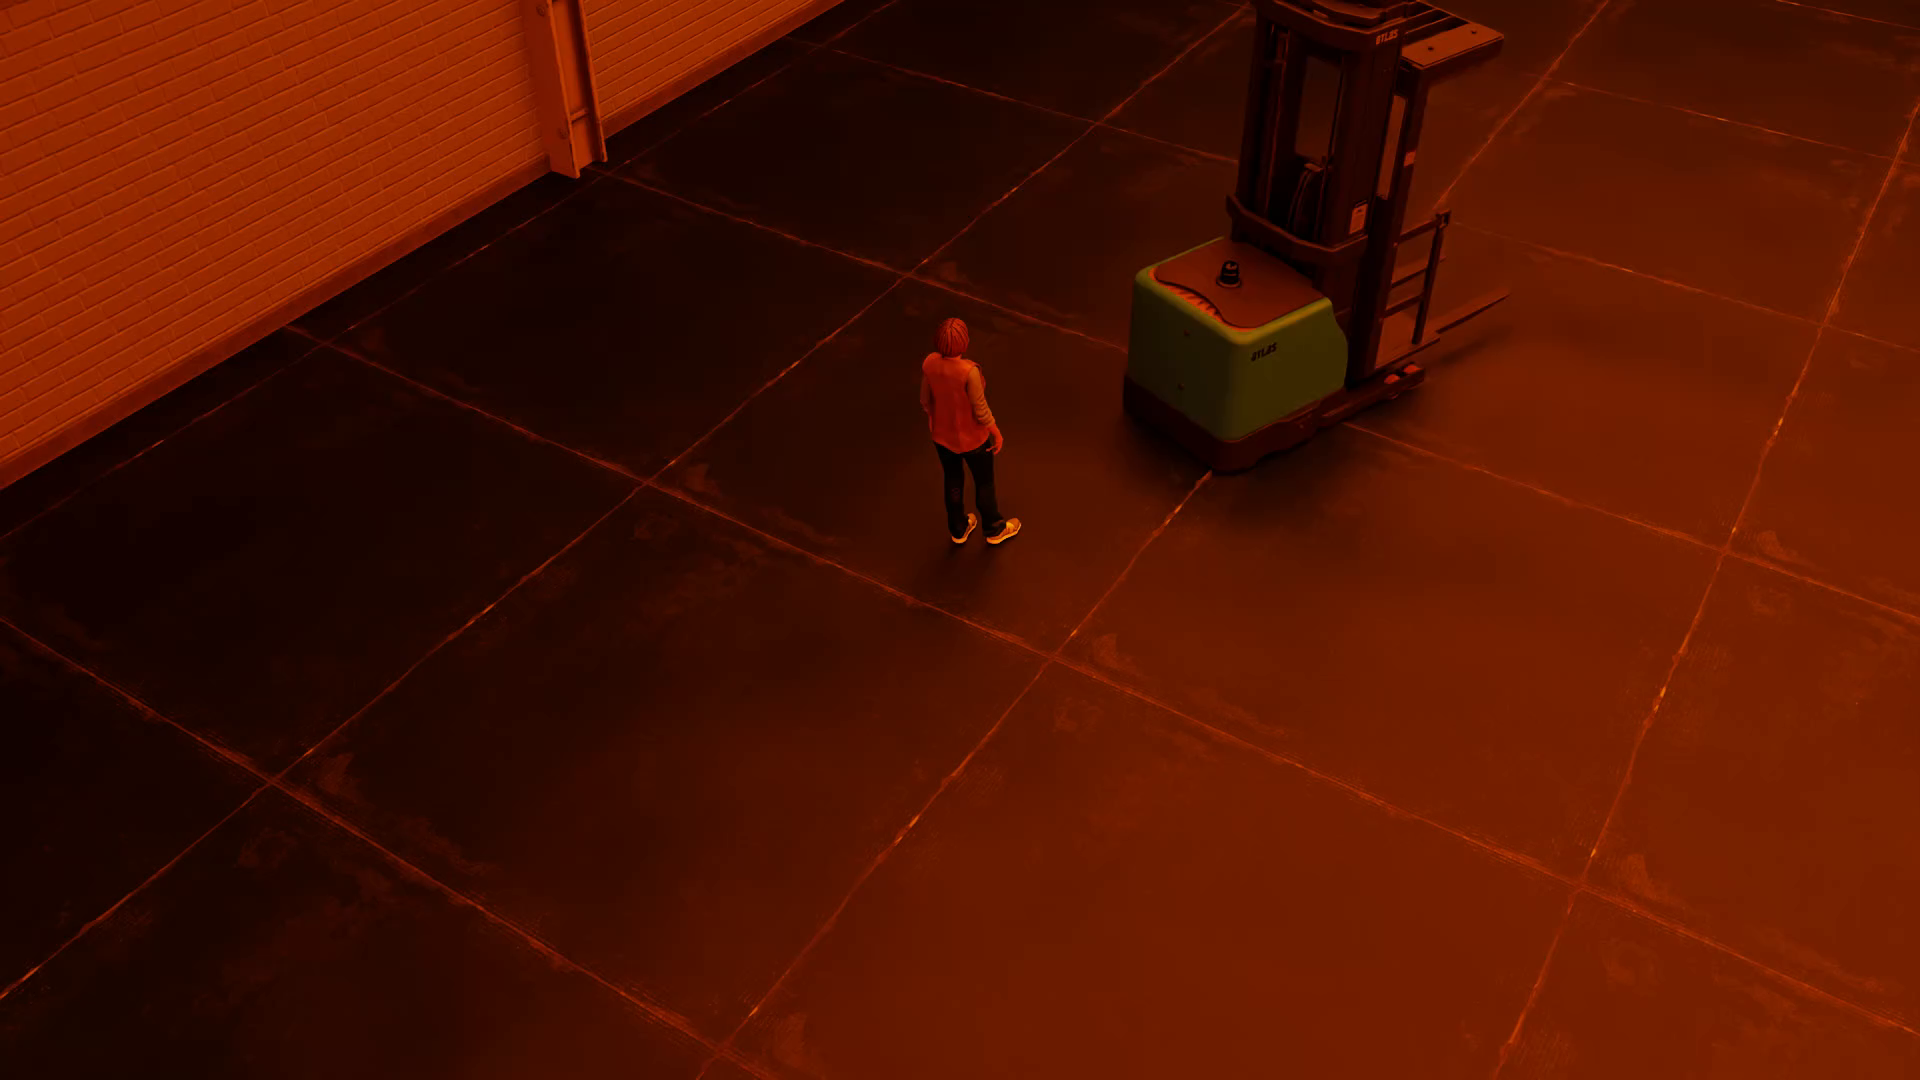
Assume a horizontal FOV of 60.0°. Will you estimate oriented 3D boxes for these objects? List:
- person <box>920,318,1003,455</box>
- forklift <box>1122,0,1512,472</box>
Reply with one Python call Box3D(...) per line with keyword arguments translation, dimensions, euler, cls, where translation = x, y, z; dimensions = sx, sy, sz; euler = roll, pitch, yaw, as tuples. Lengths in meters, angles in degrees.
Box3D(translation=(-0.010, -0.859, 9.475), dimensions=(0.502, 0.918, 0.258), euler=(22, 45, 24), cls="person")
Box3D(translation=(2.580, -2.330, 10.717), dimensions=(3.031, 2.935, 1.130), euler=(-26, 47, -27), cls="forklift")
